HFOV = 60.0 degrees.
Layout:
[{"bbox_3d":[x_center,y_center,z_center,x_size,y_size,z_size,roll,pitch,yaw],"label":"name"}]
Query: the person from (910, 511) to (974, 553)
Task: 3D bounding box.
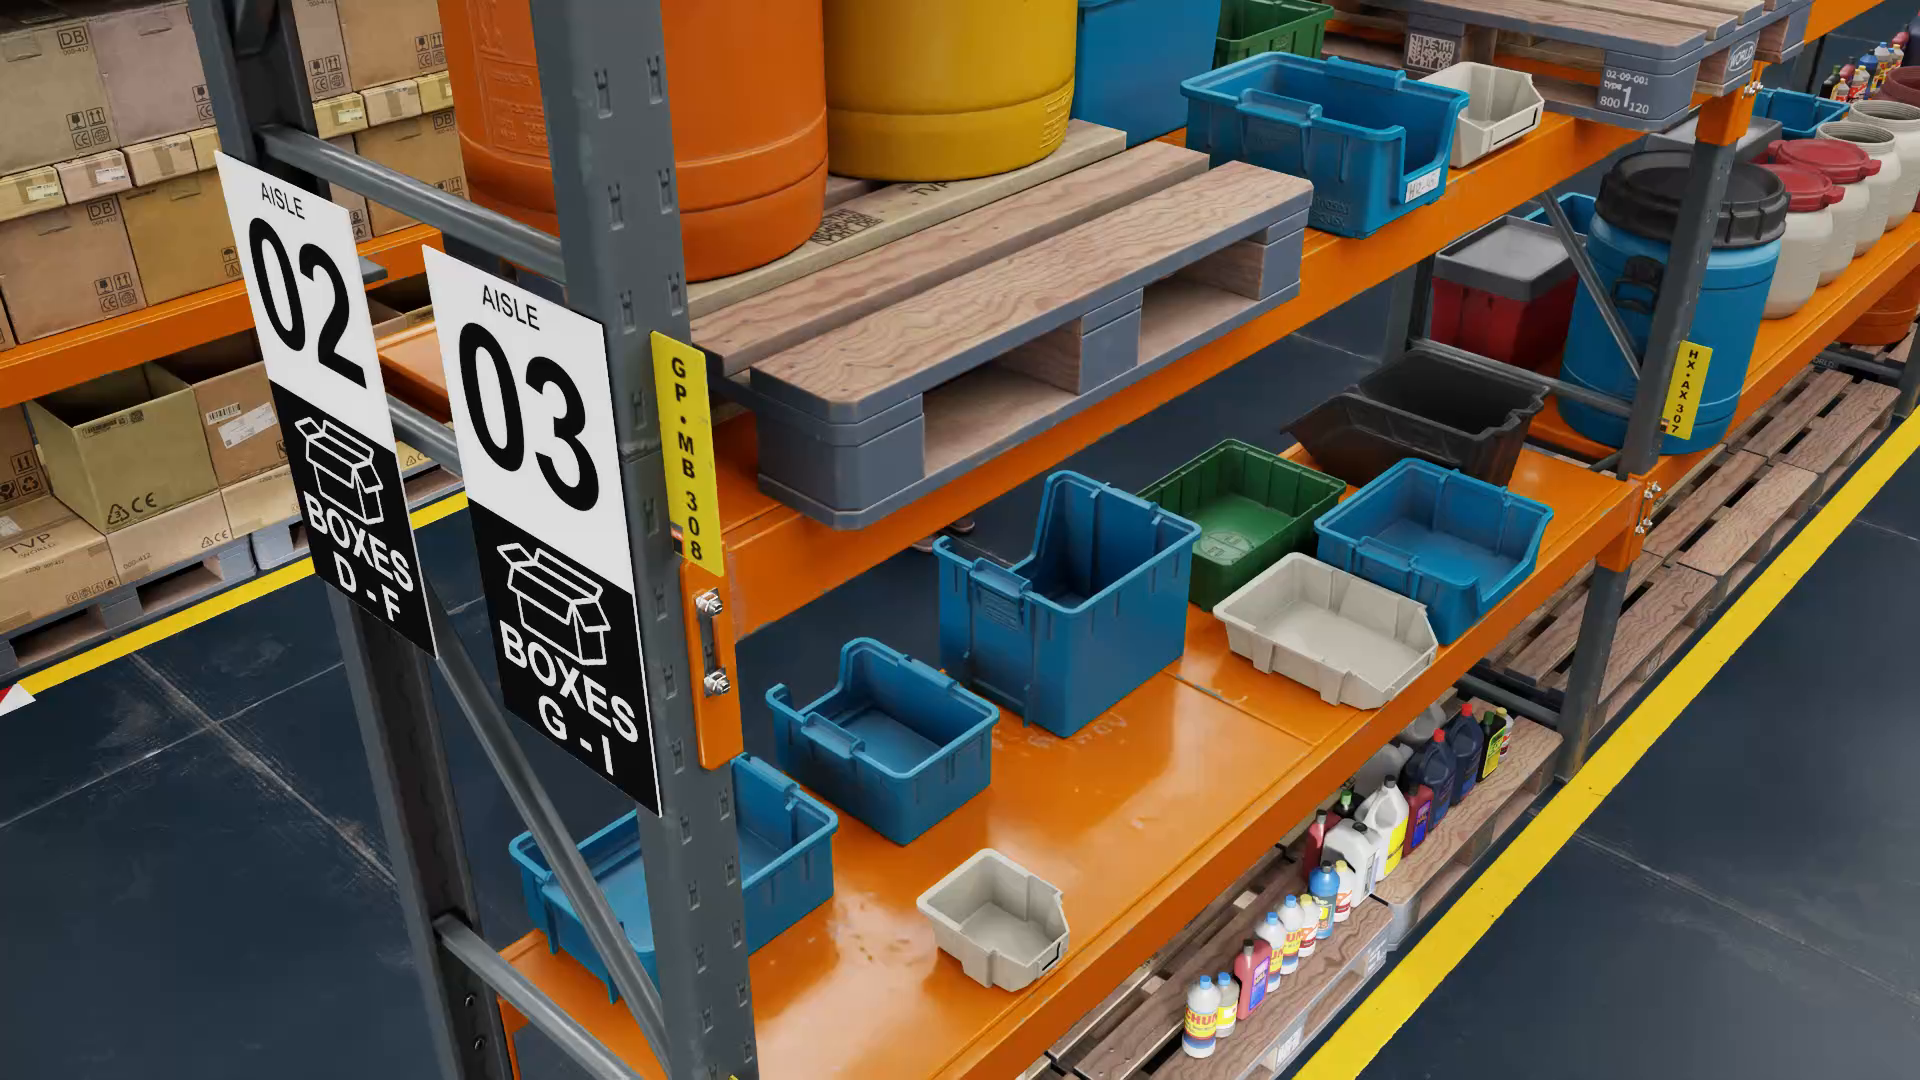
[{"bbox_3d":[-0.290,-0.541,7.619,0.876,1.038,0.429,24,39,33],"label":"person"}]
